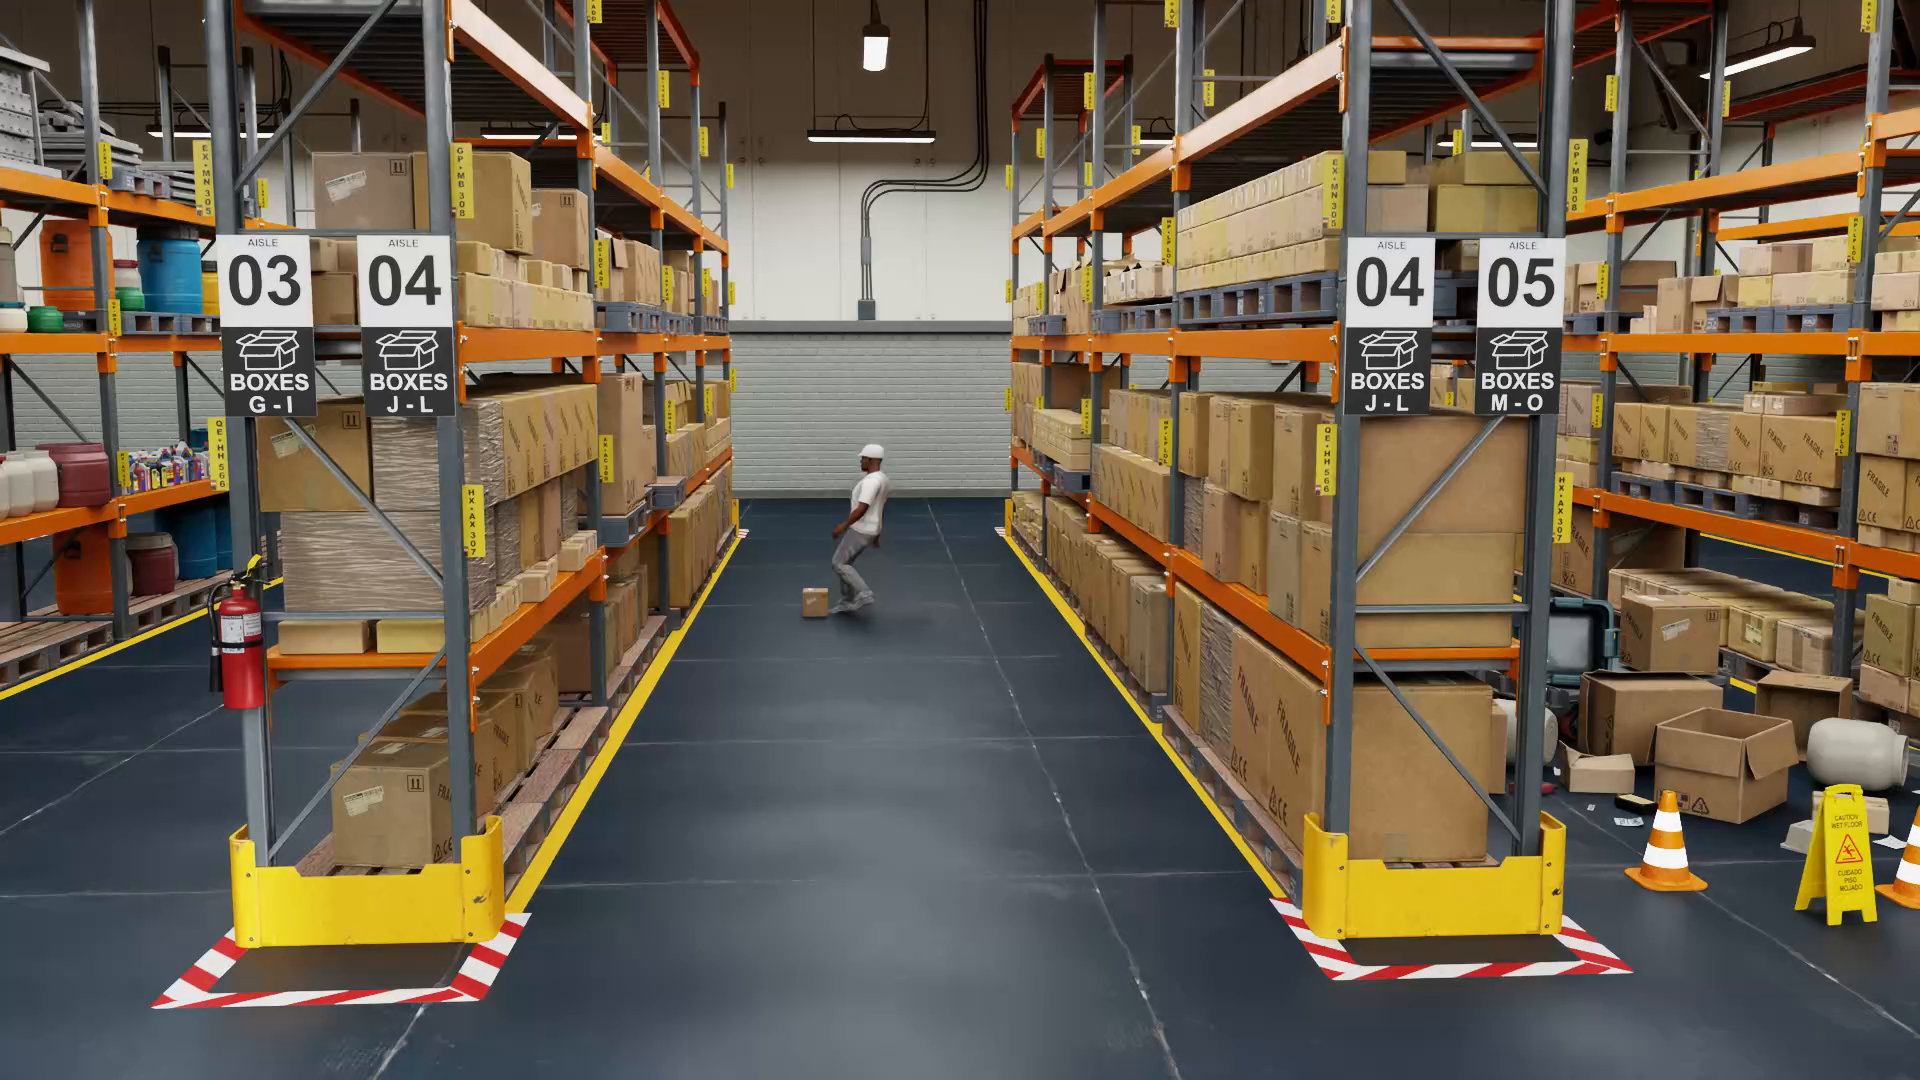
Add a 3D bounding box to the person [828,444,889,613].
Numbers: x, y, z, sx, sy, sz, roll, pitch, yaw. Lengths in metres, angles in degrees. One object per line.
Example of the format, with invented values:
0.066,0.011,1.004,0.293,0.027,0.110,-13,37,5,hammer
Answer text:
-1.061,-0.094,16.703,0.659,1.736,0.625,1,7,8,person
